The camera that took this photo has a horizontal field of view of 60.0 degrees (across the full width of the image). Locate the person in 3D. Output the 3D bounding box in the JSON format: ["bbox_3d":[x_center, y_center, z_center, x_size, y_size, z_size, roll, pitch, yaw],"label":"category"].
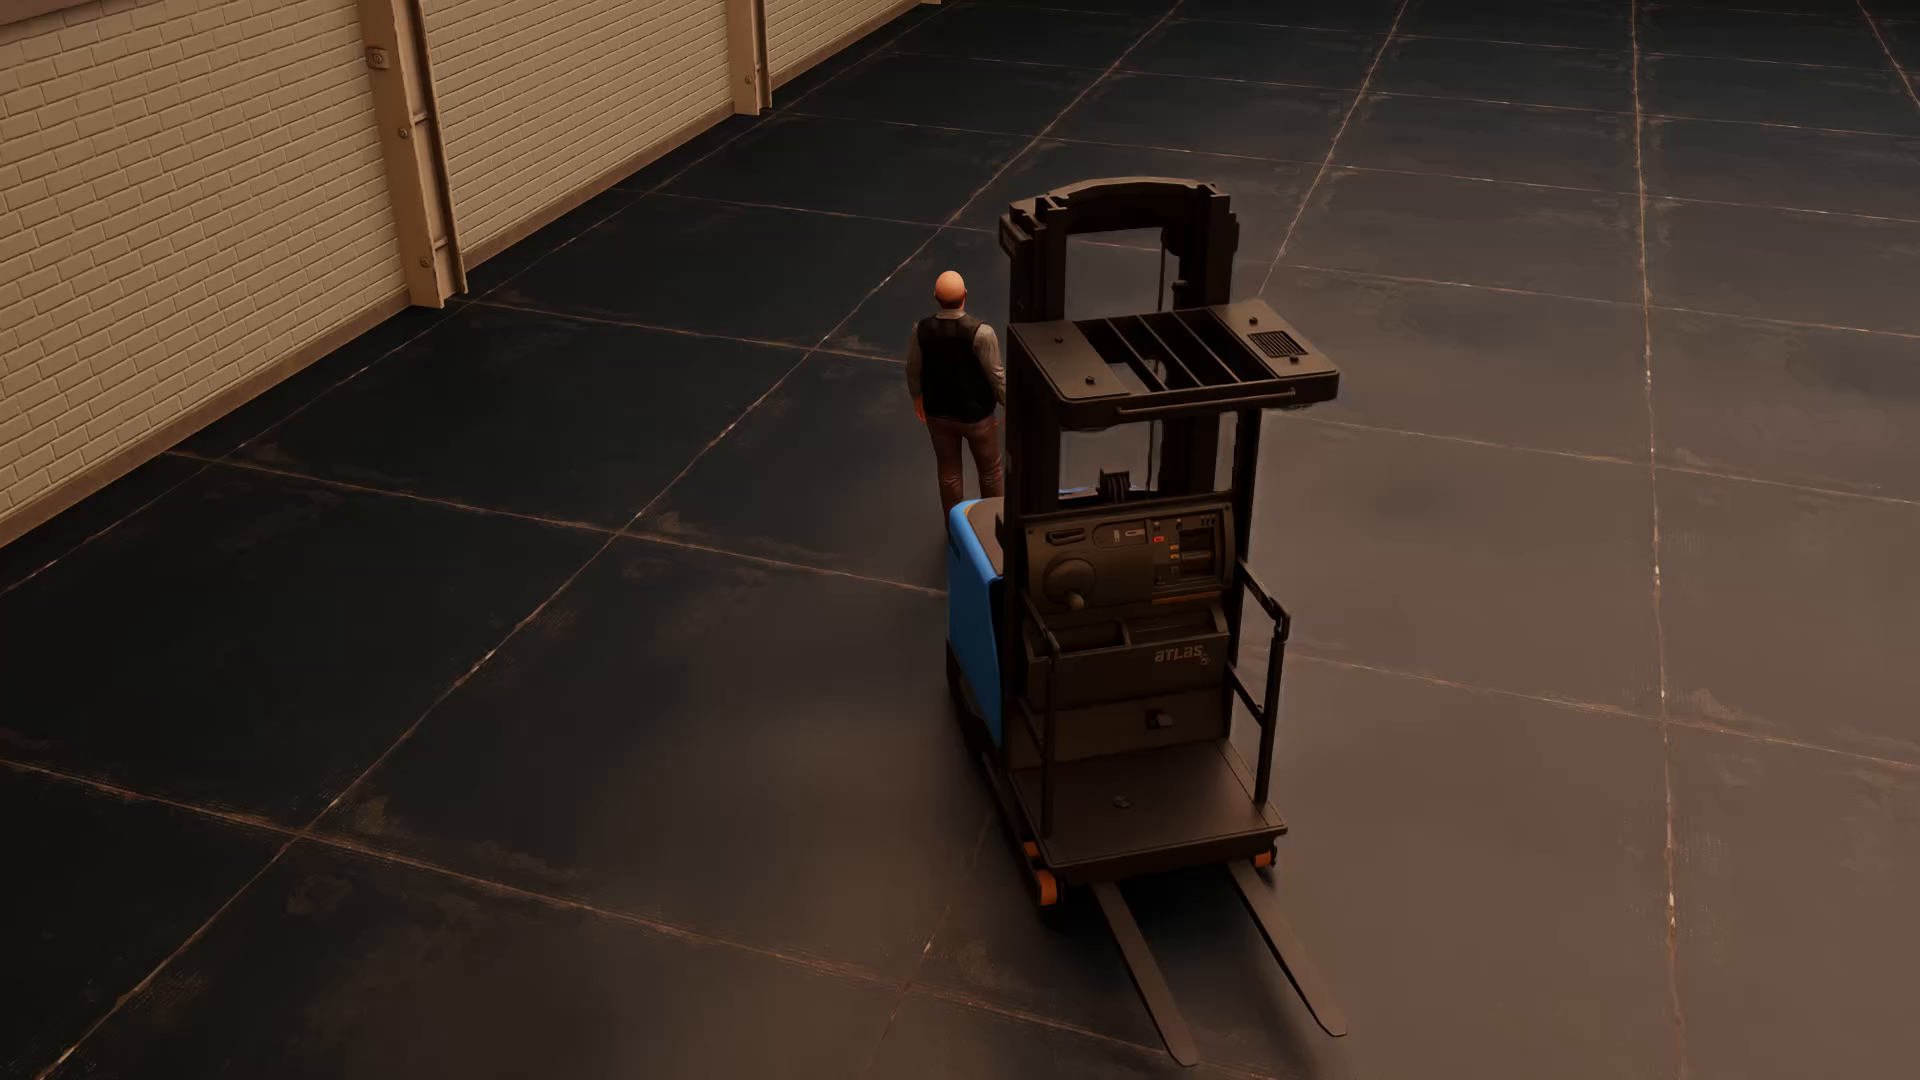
[{"bbox_3d":[0.027,-0.783,9.716,0.634,1.722,0.566,10,31,16],"label":"person"}]

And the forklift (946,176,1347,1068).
[{"bbox_3d":[0.785,0.118,6.929,1.130,2.935,3.031,-7,30,-12],"label":"forklift"}]
